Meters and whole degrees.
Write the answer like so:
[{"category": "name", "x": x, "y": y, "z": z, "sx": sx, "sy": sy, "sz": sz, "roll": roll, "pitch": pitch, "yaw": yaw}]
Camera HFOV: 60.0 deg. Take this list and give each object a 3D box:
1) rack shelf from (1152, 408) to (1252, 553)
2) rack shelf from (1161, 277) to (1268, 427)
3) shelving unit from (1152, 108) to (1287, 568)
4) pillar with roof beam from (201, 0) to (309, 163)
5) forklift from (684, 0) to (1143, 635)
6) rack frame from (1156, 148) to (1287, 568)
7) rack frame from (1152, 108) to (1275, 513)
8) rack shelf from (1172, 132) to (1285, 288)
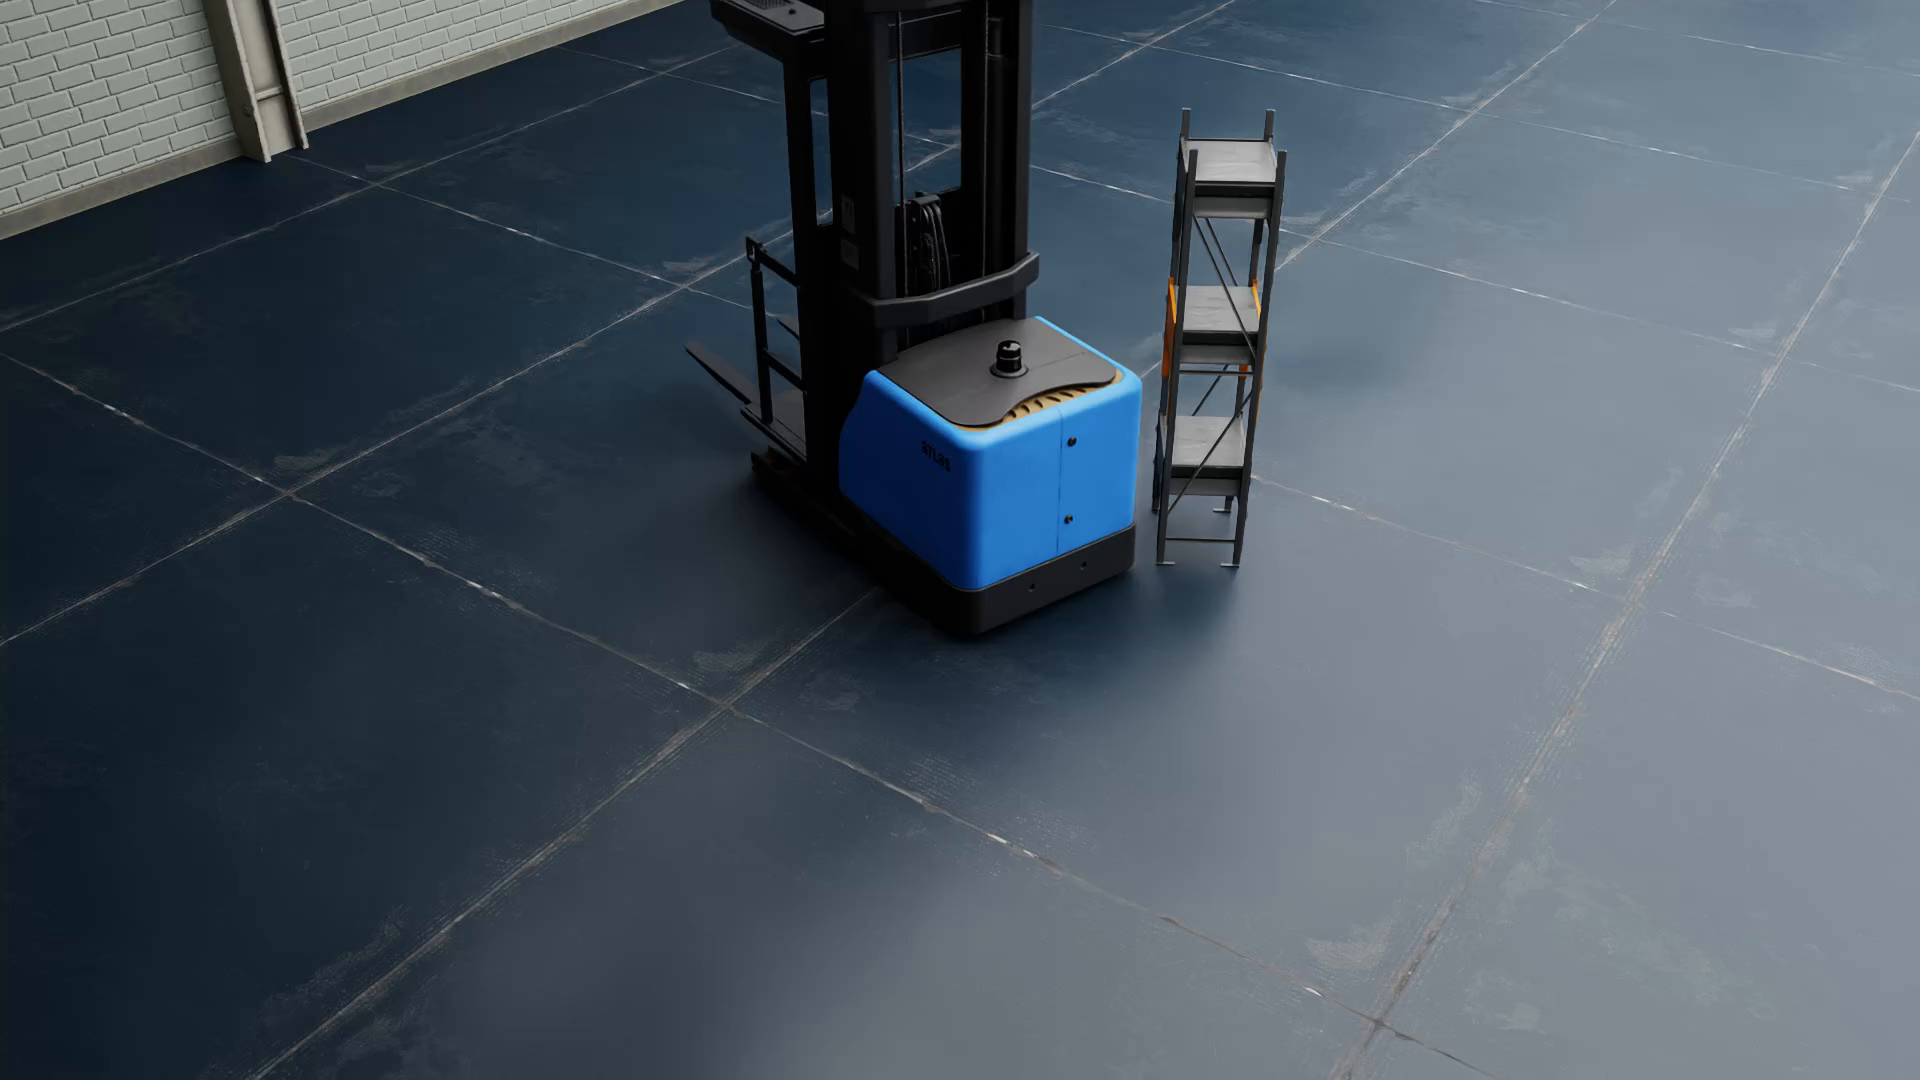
[{"category": "rack shelf", "x": 1.166, "y": -0.292, "z": 8.081, "sx": 0.431, "sy": 0.518, "sz": 0.480, "roll": 2, "pitch": 34, "yaw": 2}, {"category": "rack shelf", "x": 1.166, "y": -0.872, "z": 7.689, "sx": 0.431, "sy": 0.518, "sz": 0.480, "roll": 2, "pitch": 34, "yaw": 2}, {"category": "shelving unit", "x": 1.166, "y": -0.883, "z": 7.681, "sx": 0.431, "sy": 2.100, "sz": 0.503, "roll": 2, "pitch": 34, "yaw": 2}, {"category": "pillar with roof beam", "x": -1.664, "y": -5.309, "z": 8.068, "sx": 9.100, "sy": 9.000, "sz": 0.400, "roll": 21, "pitch": 39, "yaw": 28}, {"category": "forklift", "x": -0.428, "y": -1.565, "z": 7.948, "sx": 1.130, "sy": 2.935, "sz": 3.031, "roll": -22, "pitch": 40, "yaw": -29}, {"category": "rack frame", "x": 1.153, "y": -0.746, "z": 7.479, "sx": 0.400, "sy": 2.100, "sz": 0.015, "roll": 2, "pitch": 34, "yaw": 2}, {"category": "rack frame", "x": 1.179, "y": -1.019, "z": 7.883, "sx": 0.400, "sy": 2.100, "sz": 0.015, "roll": 2, "pitch": 34, "yaw": 2}, {"category": "rack shelf", "x": 1.166, "y": -1.451, "z": 7.297, "sx": 0.431, "sy": 0.518, "sz": 0.480, "roll": 2, "pitch": 34, "yaw": 2}]
